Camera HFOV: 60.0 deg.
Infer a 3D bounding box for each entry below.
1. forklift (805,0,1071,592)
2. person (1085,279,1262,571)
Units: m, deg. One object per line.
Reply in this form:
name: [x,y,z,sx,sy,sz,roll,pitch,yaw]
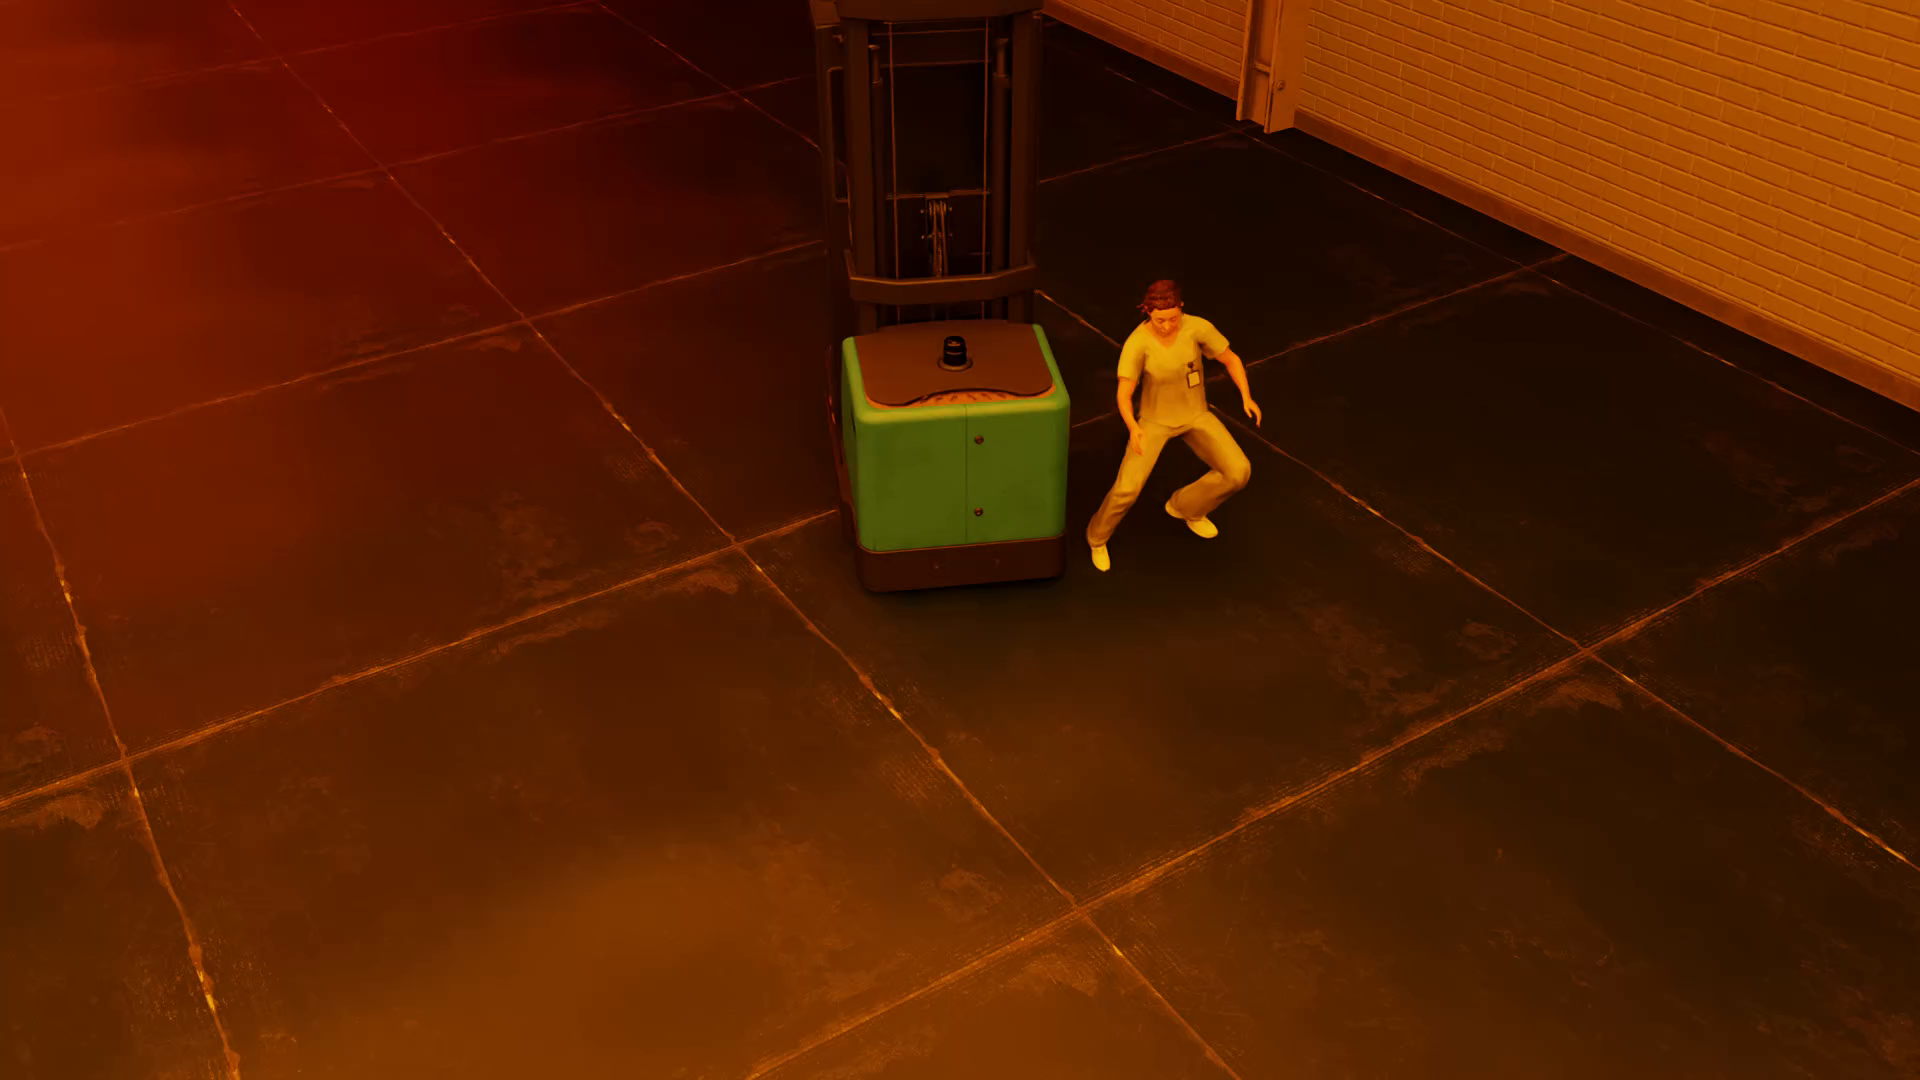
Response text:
forklift: [-0.186,-1.779,8.680,1.130,2.935,3.031,-5,35,-7]
person: [1.052,-0.535,8.188,0.804,1.503,0.714,-3,35,-5]
